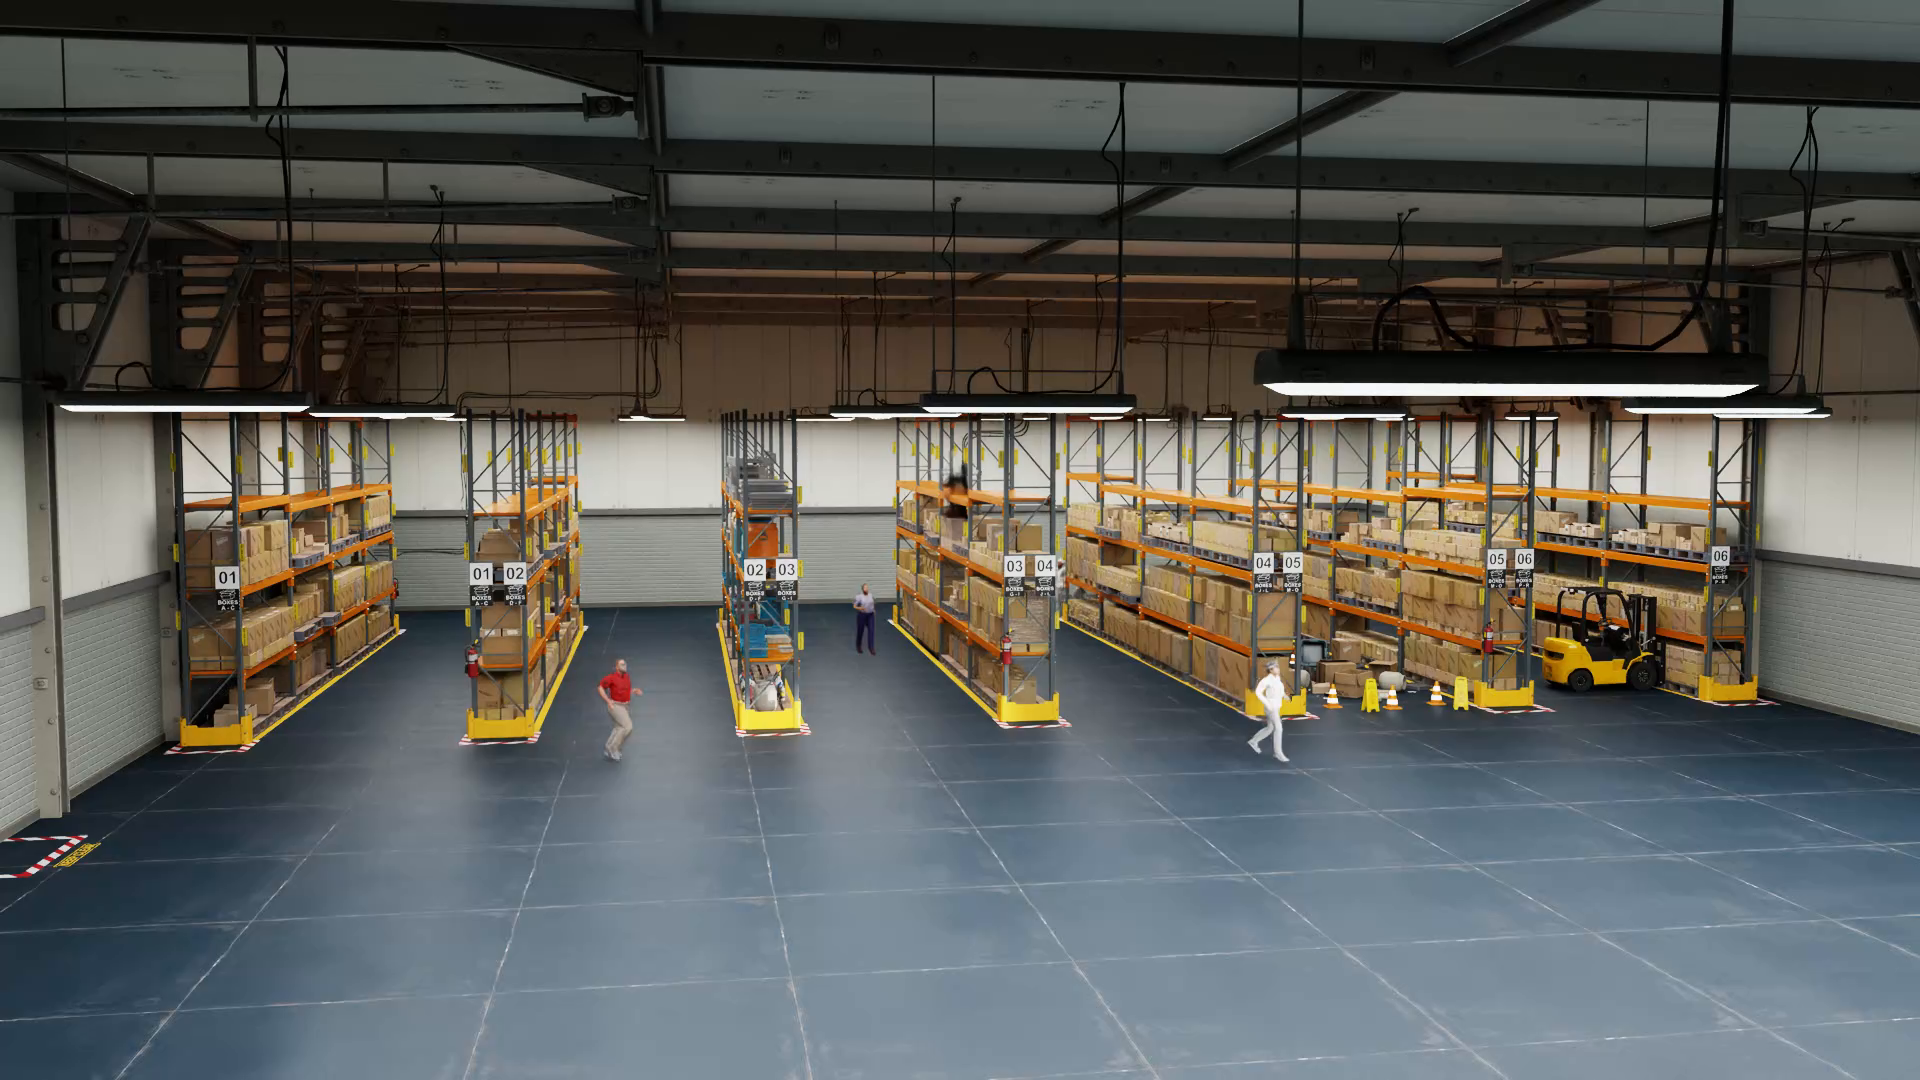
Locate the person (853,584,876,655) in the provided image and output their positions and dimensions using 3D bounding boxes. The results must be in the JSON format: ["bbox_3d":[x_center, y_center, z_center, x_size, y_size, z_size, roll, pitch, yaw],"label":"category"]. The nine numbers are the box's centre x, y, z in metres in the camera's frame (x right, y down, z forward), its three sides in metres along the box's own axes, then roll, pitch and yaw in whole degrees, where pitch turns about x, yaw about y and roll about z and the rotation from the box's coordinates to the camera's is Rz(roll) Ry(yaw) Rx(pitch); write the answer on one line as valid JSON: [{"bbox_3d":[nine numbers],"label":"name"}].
[{"bbox_3d":[-2.241,1.879,39.302,0.586,1.680,0.862,-2,4,-23],"label":"person"}]

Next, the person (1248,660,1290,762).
[{"bbox_3d":[5.289,2.889,28.418,0.802,1.728,0.605,3,5,35],"label":"person"}]

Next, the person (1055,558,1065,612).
[{"bbox_3d":[3.026,1.410,49.539,0.725,1.763,0.714,-2,4,-26],"label":"person"}]

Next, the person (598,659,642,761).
[{"bbox_3d":[-5.771,2.901,28.416,0.689,1.746,0.632,1,4,18],"label":"person"}]

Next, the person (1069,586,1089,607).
[{"bbox_3d":[3.598,1.406,49.912,0.953,1.637,0.638,1,4,15],"label":"person"}]
